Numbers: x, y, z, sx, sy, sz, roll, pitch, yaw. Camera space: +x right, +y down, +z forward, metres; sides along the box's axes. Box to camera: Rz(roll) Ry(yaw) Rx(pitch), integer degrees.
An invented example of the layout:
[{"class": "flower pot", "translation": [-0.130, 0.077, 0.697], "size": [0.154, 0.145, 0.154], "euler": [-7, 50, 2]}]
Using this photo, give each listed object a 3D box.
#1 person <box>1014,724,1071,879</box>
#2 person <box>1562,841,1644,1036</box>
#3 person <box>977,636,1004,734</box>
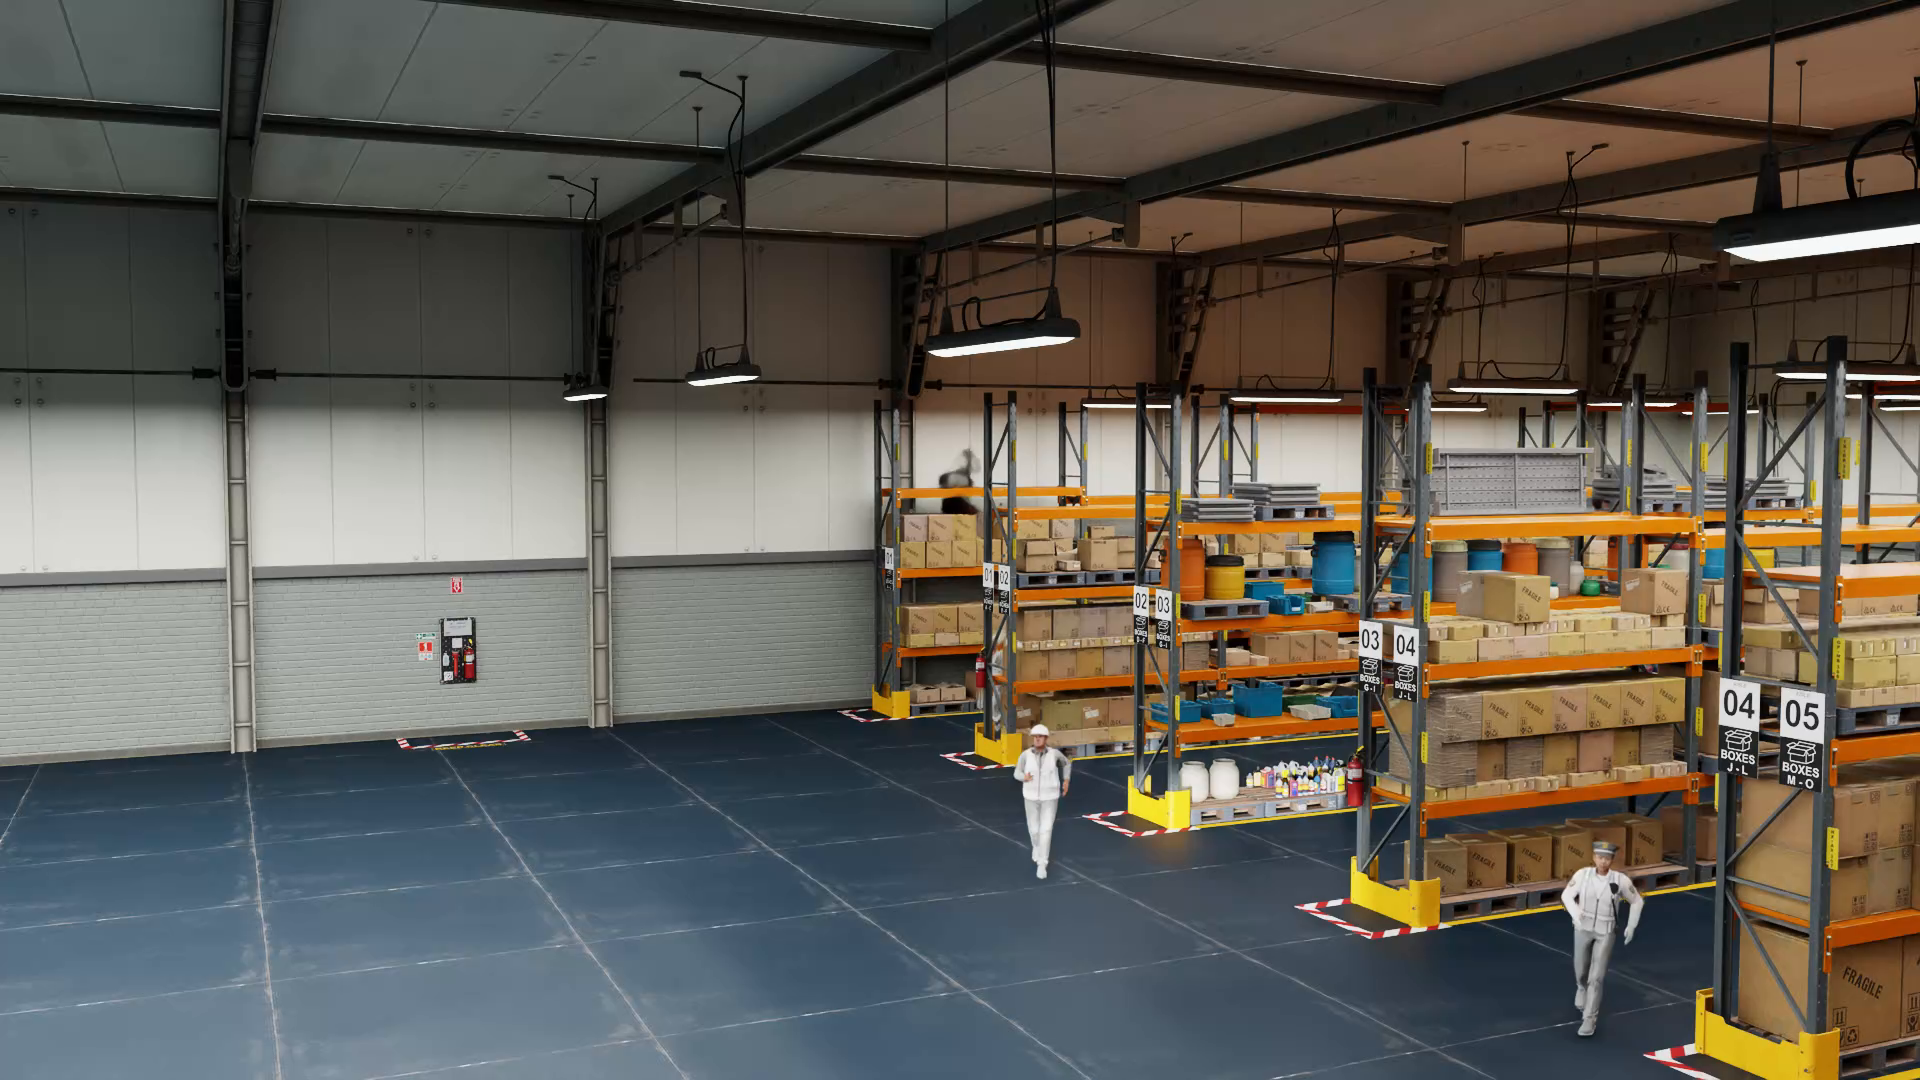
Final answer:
[{"class": "person", "translation": [0.965, 3.086, 19.971], "size": [0.666, 1.727, 1.065], "euler": [1, 3, 12]}, {"class": "person", "translation": [5.677, 3.463, 14.714], "size": [0.678, 1.679, 0.813], "euler": [2, 4, 26]}, {"class": "person", "translation": [0.597, 2.542, 29.148], "size": [0.573, 1.741, 0.664], "euler": [-2, 4, -35]}]
